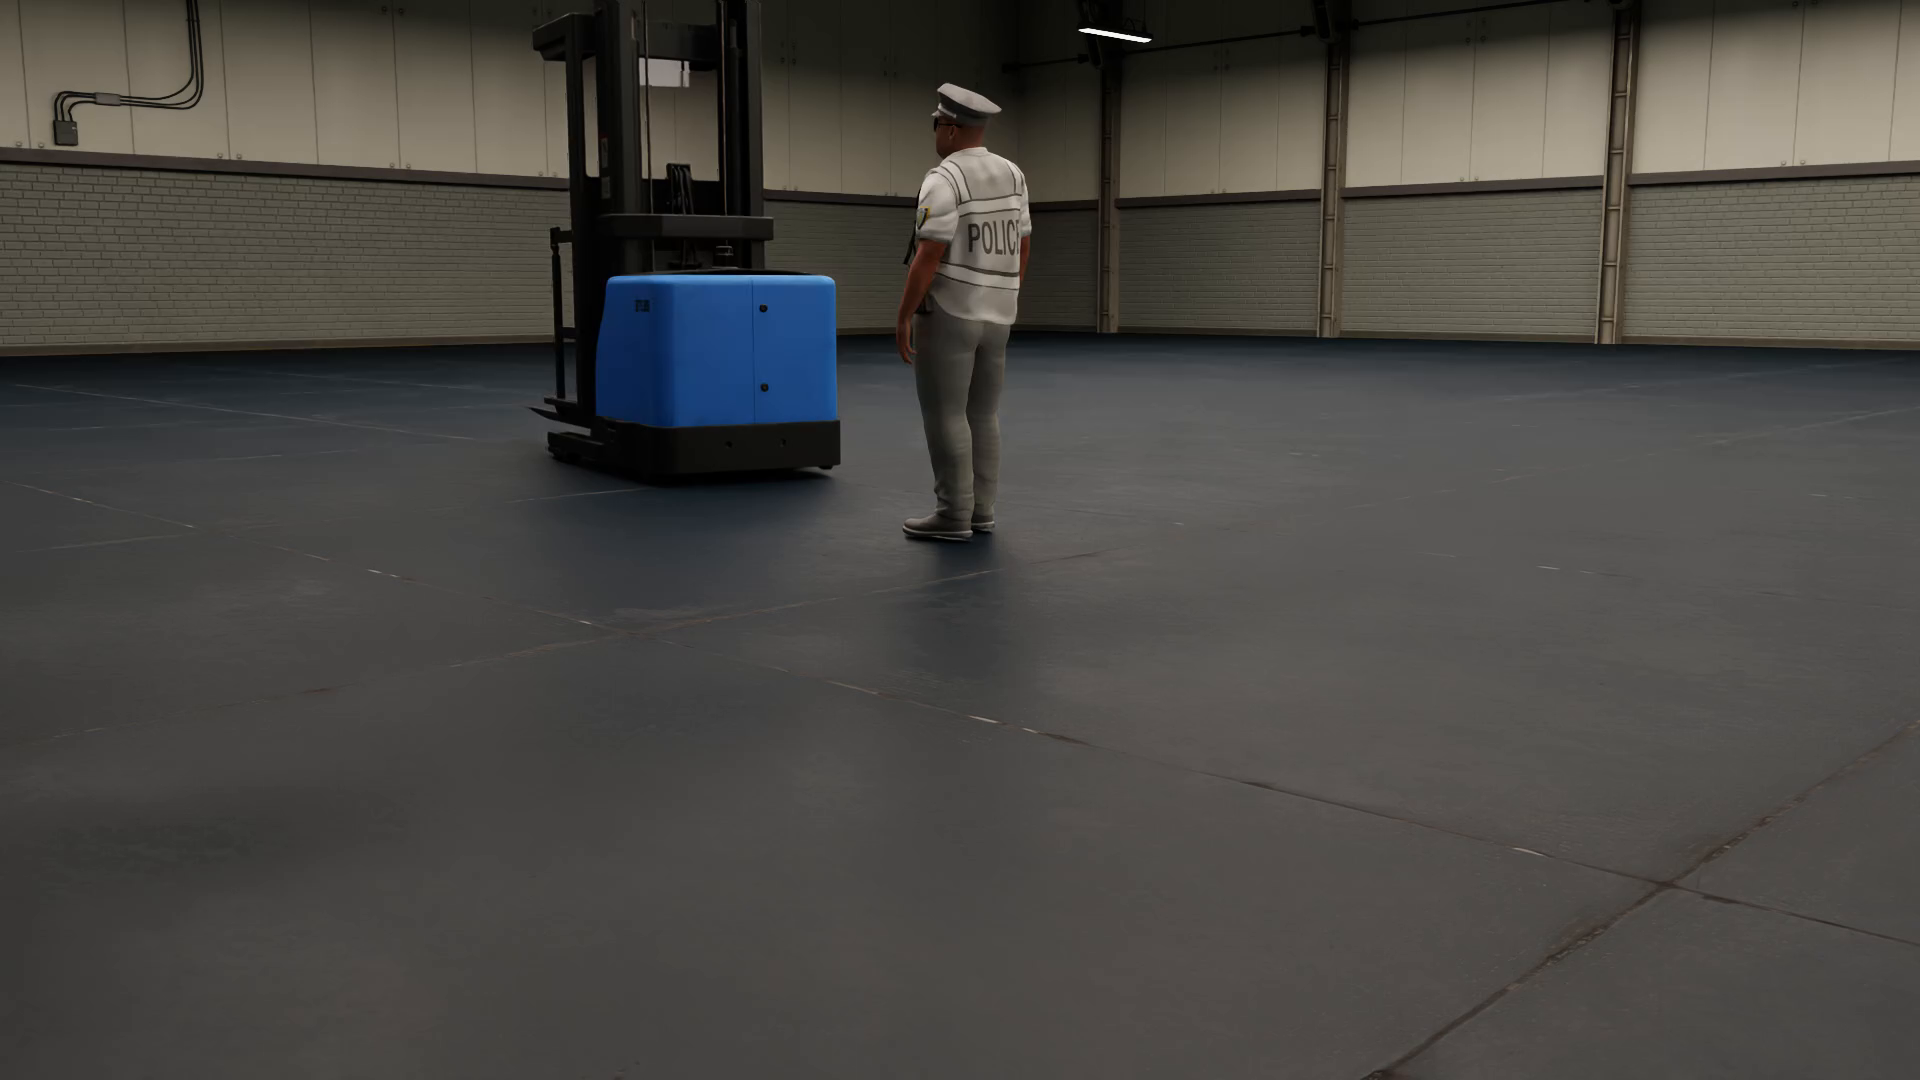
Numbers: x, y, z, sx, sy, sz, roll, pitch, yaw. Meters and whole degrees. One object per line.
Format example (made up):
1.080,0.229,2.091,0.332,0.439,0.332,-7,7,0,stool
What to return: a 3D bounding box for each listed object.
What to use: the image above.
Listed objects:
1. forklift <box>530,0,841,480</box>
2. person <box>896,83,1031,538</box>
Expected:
-1.811,-1.938,9.743,1.130,2.935,3.031,-5,10,-29,forklift
-0.047,-0.897,6.646,0.575,1.781,0.640,8,12,43,person
